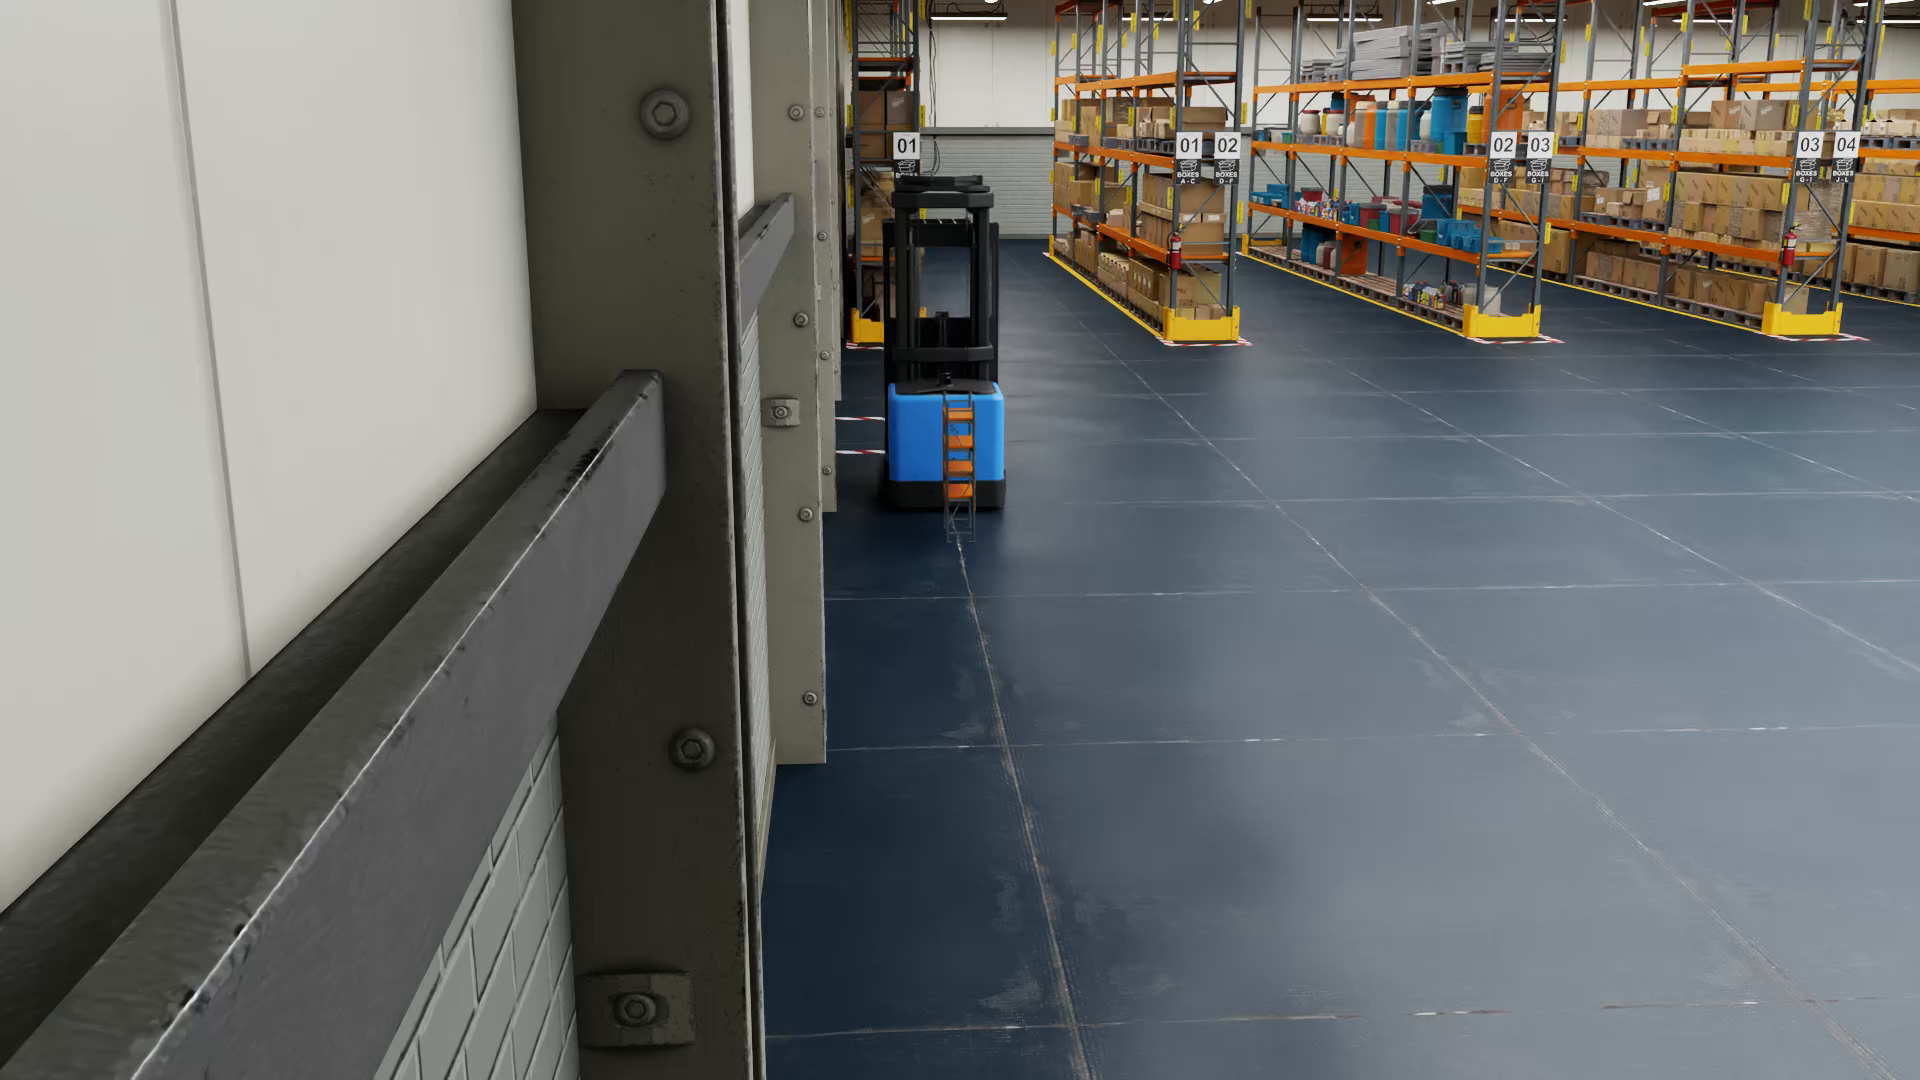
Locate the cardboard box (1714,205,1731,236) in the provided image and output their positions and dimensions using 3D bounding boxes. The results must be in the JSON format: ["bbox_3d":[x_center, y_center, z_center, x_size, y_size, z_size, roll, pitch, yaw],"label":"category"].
[{"bbox_3d":[13.547,-5.510,28.623,0.875,0.500,0.500,-1,14,-3],"label":"cardboard box"}]

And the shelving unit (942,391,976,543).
[{"bbox_3d":[-0.010,-0.622,14.037,0.258,1.200,0.503,-1,14,-3],"label":"shelving unit"}]

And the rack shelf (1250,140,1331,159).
[{"bbox_3d":[7.901,-9.318,39.644,1.077,0.370,4.000,-1,14,-3],"label":"rack shelf"}]

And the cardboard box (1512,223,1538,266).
[{"bbox_3d":[13.084,-6.586,37.024,1.225,0.875,0.875,-1,14,-5],"label":"cardboard box"}]

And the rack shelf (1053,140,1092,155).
[{"bbox_3d":[2.957,-9.242,39.351,1.077,0.370,4.000,-1,14,-3],"label":"rack shelf"}]

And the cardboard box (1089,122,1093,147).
[{"bbox_3d":[3.204,-8.511,34.864,0.910,0.500,0.500,-1,14,-3],"label":"cardboard box"}]

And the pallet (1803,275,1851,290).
[{"bbox_3d":[18.146,-5.301,34.207,1.003,0.211,1.213,-1,14,-3],"label":"pallet"}]

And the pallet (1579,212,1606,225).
[{"bbox_3d":[13.367,-6.529,33.768,1.213,0.211,1.003,-1,14,-3],"label":"pallet"}]

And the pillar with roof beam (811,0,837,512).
[{"bbox_3d":[3.014,-4.727,14.338,9.100,9.000,0.400,-1,14,-3],"label":"pillar with roof beam"}]

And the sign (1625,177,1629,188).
[{"bbox_3d":[13.757,-7.331,34.333,0.100,0.325,0.005,-1,14,-3],"label":"sign"}]

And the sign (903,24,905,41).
[{"bbox_3d":[-1.074,-9.975,32.703,0.100,0.325,0.005,-1,14,-3],"label":"sign"}]

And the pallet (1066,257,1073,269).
[{"bbox_3d":[3.039,-6.461,38.713,1.003,0.211,1.213,-1,14,-3],"label":"pallet"}]

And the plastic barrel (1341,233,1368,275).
[{"bbox_3d":[8.225,-5.995,34.819,0.600,0.830,0.708,-1,14,-3],"label":"plastic barrel"}]

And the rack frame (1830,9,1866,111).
[{"bbox_3d":[22.611,-11.846,42.006,1.000,3.000,0.127,-1,14,-3],"label":"rack frame"}]

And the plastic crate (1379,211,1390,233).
[{"bbox_3d":[8.142,-5.988,31.312,0.392,0.384,0.575,-1,14,-3],"label":"plastic crate"}]

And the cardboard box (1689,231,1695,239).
[{"bbox_3d":[13.248,-5.437,29.642,0.380,0.149,0.250,-1,14,-3],"label":"cardboard box"}]

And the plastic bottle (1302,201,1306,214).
[{"bbox_3d":[7.676,-7.412,37.074,0.097,0.271,0.097,0,14,0],"label":"plastic bottle"}]

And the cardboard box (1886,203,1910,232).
[{"bbox_3d":[18.090,-6.154,31.724,0.500,0.500,0.500,-1,14,-4],"label":"cardboard box"}]

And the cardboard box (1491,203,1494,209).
[{"bbox_3d":[12.606,-7.806,38.848,0.380,0.149,0.250,-1,14,-2],"label":"cardboard box"}]

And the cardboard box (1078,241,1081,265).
[{"bbox_3d":[2.912,-6.386,36.961,0.500,0.500,0.500,-1,14,-3],"label":"cardboard box"}]

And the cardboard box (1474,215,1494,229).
[{"bbox_3d":[12.951,-7.356,40.018,0.875,0.875,0.875,-1,14,-3],"label":"cardboard box"}]

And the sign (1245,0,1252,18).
[{"bbox_3d":[4.378,-8.097,25.246,0.100,0.325,0.005,-1,14,-3],"label":"sign"}]

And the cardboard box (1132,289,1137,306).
[{"bbox_3d":[3.328,-4.278,29.309,0.500,0.250,0.500,-1,14,-3],"label":"cardboard box"}]

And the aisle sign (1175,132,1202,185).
[{"bbox_3d":[3.535,-5.894,25.697,0.394,0.787,0.004,-1,14,-3],"label":"aisle sign"}]

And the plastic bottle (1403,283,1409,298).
[{"bbox_3d":[8.103,-4.532,30.213,0.097,0.271,0.097,0,14,0],"label":"plastic bottle"}]

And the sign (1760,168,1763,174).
[{"bbox_3d":[18.479,-8.414,38.385,0.100,0.325,0.005,-1,14,-3],"label":"sign"}]

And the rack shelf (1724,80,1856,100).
[{"bbox_3d":[18.049,-9.710,35.951,1.077,0.370,4.000,-1,14,-3],"label":"rack shelf"}]

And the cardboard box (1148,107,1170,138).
[{"bbox_3d":[3.552,-7.013,27.913,0.797,0.503,0.637,1,14,3],"label":"cardboard box"}]

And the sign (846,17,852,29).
[{"bbox_3d":[-1.921,-8.998,28.746,0.100,0.325,0.005,-1,14,-3],"label":"sign"}]

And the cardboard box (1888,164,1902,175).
[{"bbox_3d":[22.531,-8.717,39.681,0.500,0.500,0.500,-1,14,-4],"label":"cardboard box"}]

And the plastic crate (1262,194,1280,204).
[{"bbox_3d":[7.545,-8.265,40.344,0.416,0.233,0.300,-1,14,-3],"label":"plastic crate"}]

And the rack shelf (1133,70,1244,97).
[{"bbox_3d":[3.700,-7.517,27.428,1.077,0.370,4.000,-1,14,-3],"label":"rack shelf"}]

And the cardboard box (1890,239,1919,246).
[{"bbox_3d":[22.927,-7.066,39.767,0.875,0.438,0.875,-1,14,-4],"label":"cardboard box"}]

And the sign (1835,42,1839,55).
[{"bbox_3d":[22.057,-12.368,41.843,0.100,0.325,0.005,-1,14,-3],"label":"sign"}]

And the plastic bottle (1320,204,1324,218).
[{"bbox_3d":[7.751,-7.043,35.614,0.061,0.283,0.133,-1,14,-3],"label":"plastic bottle"}]

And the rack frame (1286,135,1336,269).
[{"bbox_3d":[8.025,-7.716,37.995,1.000,3.000,0.127,-1,14,-3],"label":"rack frame"}]

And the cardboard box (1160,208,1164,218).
[{"bbox_3d":[3.529,-5.433,27.619,0.380,0.149,0.250,0,14,-2],"label":"cardboard box"}]

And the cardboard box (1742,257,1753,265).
[{"bbox_3d":[17.786,-6.387,37.005,0.500,0.500,0.500,-1,14,-2],"label":"cardboard box"}]

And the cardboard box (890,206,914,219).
[{"bbox_3d":[-0.849,-5.002,26.204,0.500,0.500,0.500,-1,14,-3],"label":"cardboard box"}]

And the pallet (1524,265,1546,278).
[{"bbox_3d":[13.170,-5.947,36.717,1.003,0.211,1.213,-1,14,-3],"label":"pallet"}]

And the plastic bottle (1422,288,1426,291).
[{"bbox_3d":[8.214,-4.328,29.420,0.097,0.271,0.097,0,14,0],"label":"plastic bottle"}]

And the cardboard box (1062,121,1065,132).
[{"bbox_3d":[2.693,-9.752,39.188,0.500,0.250,0.500,-1,14,-3],"label":"cardboard box"}]

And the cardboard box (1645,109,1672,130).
[{"bbox_3d":[13.553,-8.175,32.557,0.500,0.500,0.500,-1,14,-2],"label":"cardboard box"}]

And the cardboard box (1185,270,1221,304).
[{"bbox_3d":[3.980,-4.152,27.314,0.500,0.500,0.500,-1,14,-3],"label":"cardboard box"}]

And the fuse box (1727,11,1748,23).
[{"bbox_3d":[21.988,-14.786,47.015,0.513,0.334,0.176,-1,14,-3],"label":"fuse box"}]

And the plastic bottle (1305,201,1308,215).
[{"bbox_3d":[7.677,-7.341,36.771,0.061,0.283,0.133,-1,14,-3],"label":"plastic bottle"}]

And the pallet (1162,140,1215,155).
[{"bbox_3d":[3.806,-6.242,26.425,1.003,0.211,1.213,-1,14,-3],"label":"pallet"}]

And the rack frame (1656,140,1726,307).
[{"bbox_3d":[13.464,-5.803,30.560,1.000,3.000,0.127,-1,14,-3],"label":"rack frame"}]

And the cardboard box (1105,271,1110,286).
[{"bbox_3d":[3.138,-5.128,32.614,0.500,0.250,0.500,-1,14,-5],"label":"cardboard box"}]

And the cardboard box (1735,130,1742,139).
[{"bbox_3d":[13.339,-6.838,28.064,0.380,0.149,0.250,-2,15,-6],"label":"cardboard box"}]

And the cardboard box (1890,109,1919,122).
[{"bbox_3d":[18.560,-8.174,32.512,0.500,0.500,0.500,-1,14,-3],"label":"cardboard box"}]

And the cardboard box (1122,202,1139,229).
[{"bbox_3d":[3.449,-6.277,32.202,0.500,0.500,0.500,-2,15,-6],"label":"cardboard box"}]

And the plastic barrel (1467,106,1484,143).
[{"bbox_3d":[8.571,-6.760,27.041,0.600,0.588,0.600,0,14,0],"label":"plastic barrel"}]

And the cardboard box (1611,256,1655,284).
[{"bbox_3d":[13.367,-5.355,32.953,0.700,0.500,0.500,0,14,1],"label":"cardboard box"}]

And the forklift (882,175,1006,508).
[{"bbox_3d":[-0.194,-2.019,15.991,1.130,2.935,3.031,-1,14,-3],"label":"forklift"}]
